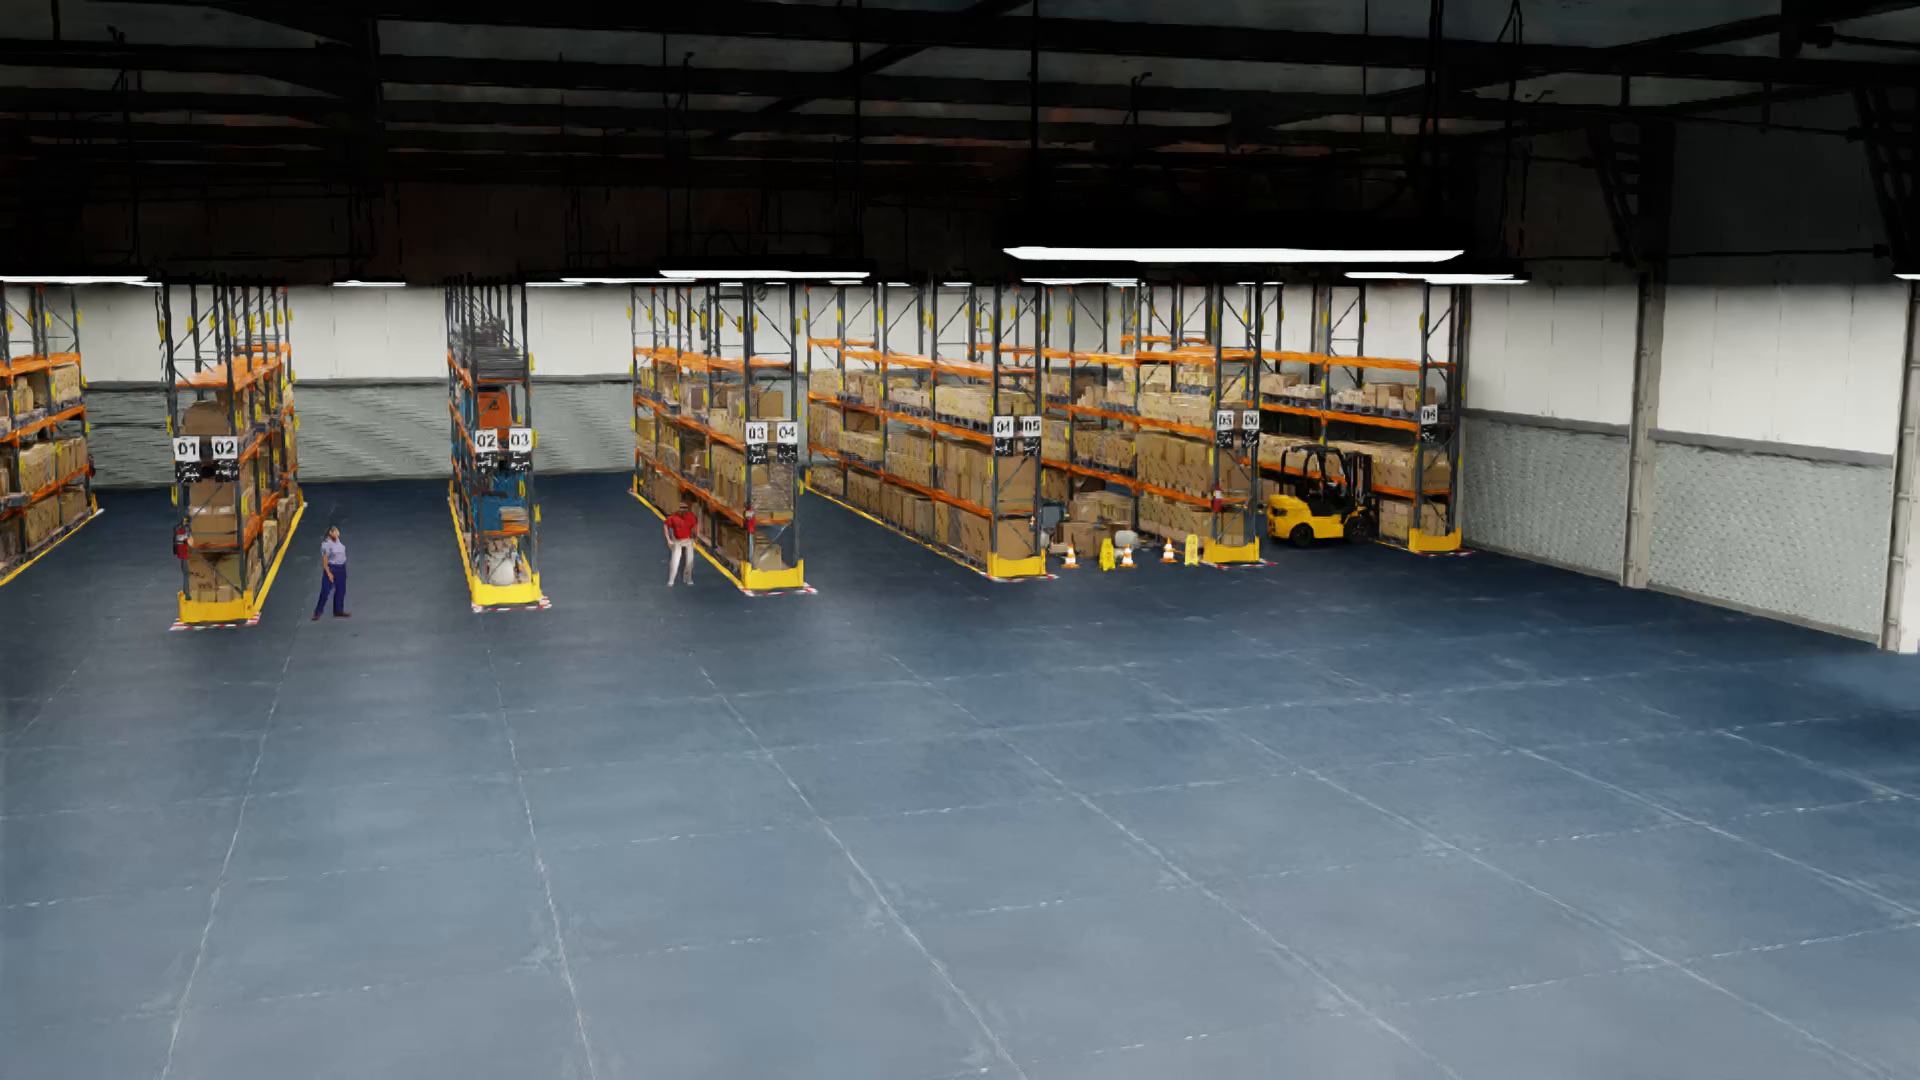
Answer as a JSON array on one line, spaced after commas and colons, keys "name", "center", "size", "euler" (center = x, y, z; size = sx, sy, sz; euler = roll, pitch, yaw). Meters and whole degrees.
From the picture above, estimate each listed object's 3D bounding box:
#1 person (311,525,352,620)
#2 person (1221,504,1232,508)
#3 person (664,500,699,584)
[{"name": "person", "center": [-11.000, 0.576, 28.952], "size": [0.476, 1.627, 0.683], "euler": [3, 9, 21]}, {"name": "person", "center": [6.250, -1.120, 39.470], "size": [0.631, 1.775, 0.677], "euler": [2, 9, 13]}, {"name": "person", "center": [-5.401, 0.043, 32.285], "size": [0.682, 1.676, 0.535], "euler": [-3, 9, -20]}]
